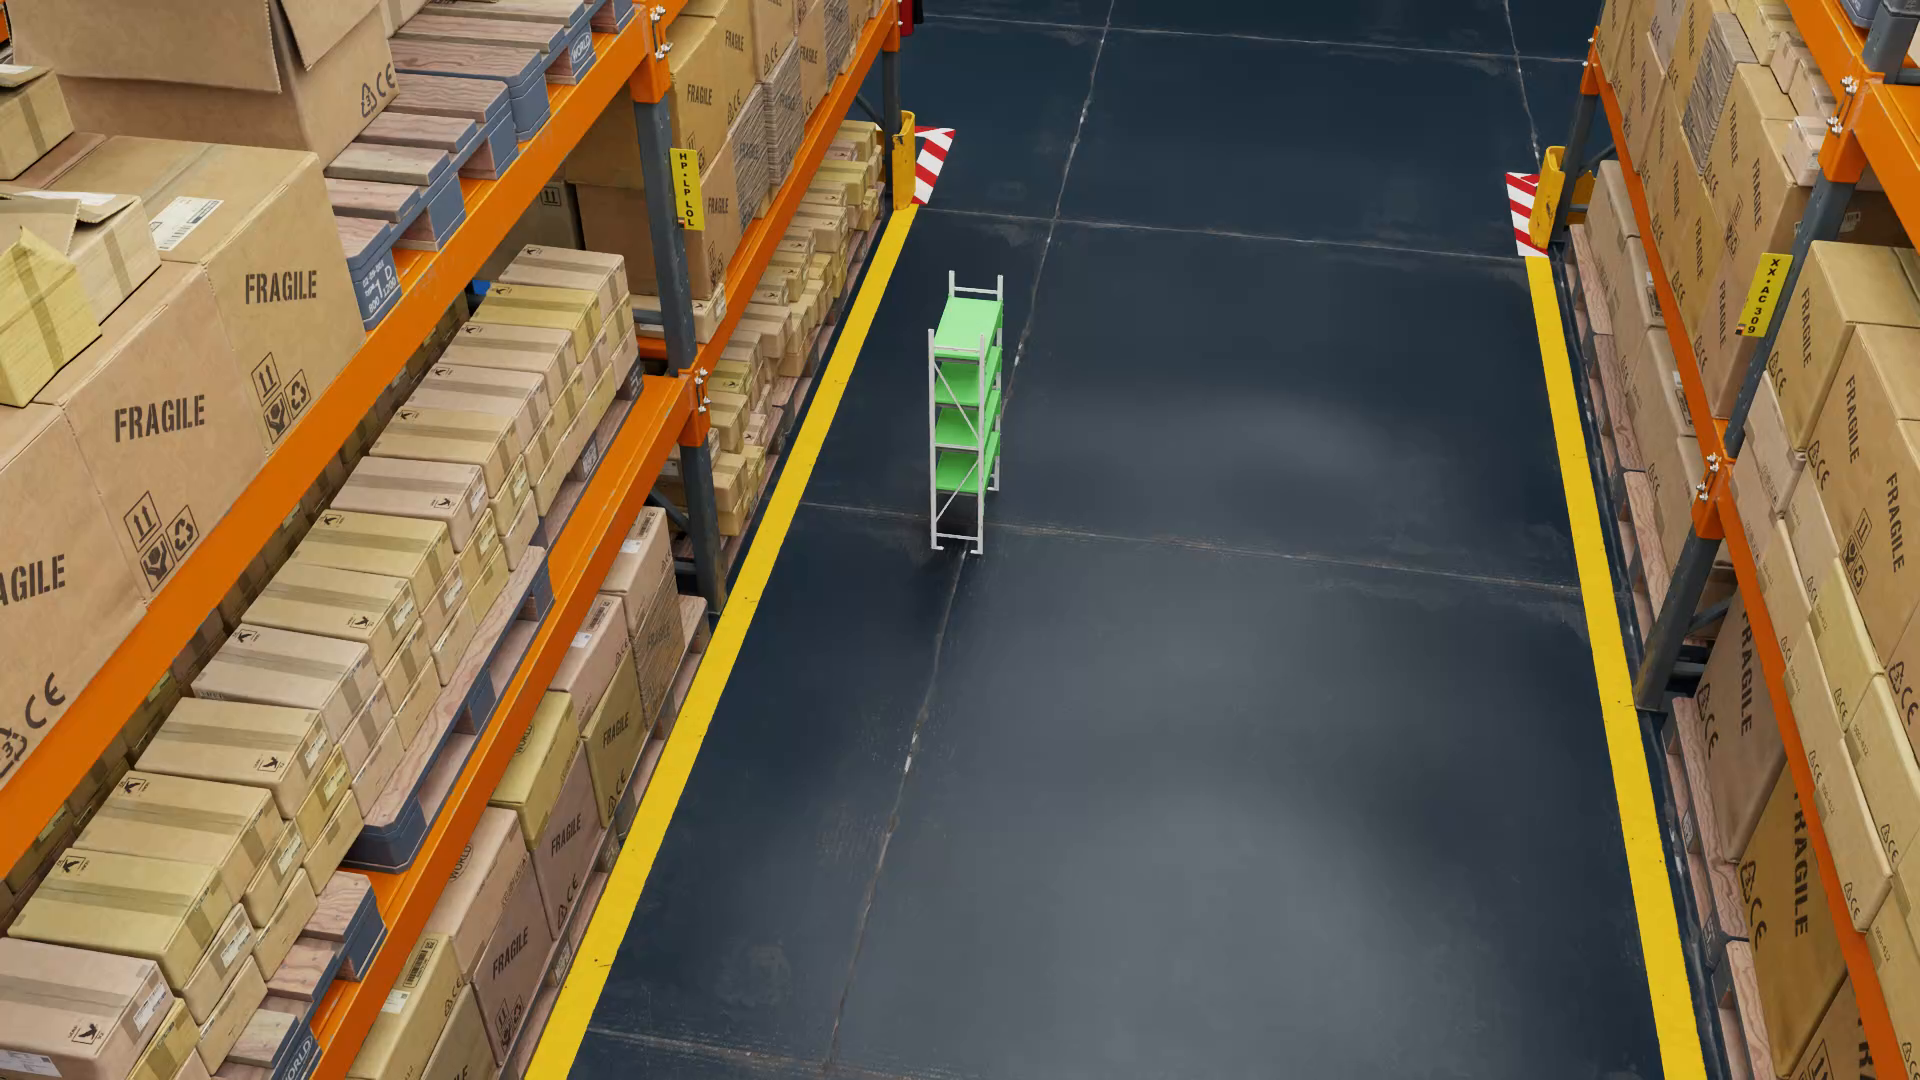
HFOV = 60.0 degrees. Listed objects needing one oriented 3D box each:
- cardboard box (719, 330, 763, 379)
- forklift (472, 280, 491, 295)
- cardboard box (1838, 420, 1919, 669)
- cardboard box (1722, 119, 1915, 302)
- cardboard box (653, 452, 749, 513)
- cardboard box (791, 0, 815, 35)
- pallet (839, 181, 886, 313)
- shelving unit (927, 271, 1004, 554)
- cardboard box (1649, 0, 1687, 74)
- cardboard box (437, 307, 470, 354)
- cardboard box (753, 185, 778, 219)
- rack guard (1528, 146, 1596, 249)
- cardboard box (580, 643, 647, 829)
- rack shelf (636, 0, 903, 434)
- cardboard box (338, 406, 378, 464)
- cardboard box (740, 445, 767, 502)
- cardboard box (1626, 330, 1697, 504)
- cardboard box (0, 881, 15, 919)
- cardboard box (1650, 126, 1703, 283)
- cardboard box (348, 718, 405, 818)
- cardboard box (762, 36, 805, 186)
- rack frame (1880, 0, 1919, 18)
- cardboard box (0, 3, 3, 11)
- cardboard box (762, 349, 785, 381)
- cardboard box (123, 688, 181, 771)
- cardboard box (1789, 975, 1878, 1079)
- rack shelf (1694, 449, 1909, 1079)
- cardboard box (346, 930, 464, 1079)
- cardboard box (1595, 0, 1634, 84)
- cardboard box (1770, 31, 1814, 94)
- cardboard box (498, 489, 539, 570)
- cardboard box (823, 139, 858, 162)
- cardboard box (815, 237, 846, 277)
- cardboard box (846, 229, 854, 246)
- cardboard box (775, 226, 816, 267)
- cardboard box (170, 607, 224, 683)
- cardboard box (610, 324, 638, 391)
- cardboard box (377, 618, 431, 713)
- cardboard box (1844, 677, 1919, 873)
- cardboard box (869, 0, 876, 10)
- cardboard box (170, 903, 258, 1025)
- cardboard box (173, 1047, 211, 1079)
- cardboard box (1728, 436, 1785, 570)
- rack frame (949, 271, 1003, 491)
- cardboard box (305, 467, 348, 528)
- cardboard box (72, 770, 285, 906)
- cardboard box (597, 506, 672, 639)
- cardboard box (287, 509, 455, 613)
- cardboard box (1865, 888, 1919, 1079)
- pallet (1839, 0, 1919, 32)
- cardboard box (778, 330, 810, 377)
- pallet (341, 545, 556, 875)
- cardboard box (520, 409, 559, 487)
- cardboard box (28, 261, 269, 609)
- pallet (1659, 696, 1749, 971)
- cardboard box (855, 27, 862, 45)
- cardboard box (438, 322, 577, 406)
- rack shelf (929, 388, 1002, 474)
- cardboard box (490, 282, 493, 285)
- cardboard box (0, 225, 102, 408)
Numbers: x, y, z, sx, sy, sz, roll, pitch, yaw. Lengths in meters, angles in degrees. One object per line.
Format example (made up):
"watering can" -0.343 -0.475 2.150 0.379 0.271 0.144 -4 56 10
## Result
"cardboard box" -1.167 -0.889 8.009 0.380 0.149 0.250 5 40 7
"forklift" -3.288 -2.158 8.156 3.031 2.935 1.130 -16 42 -19
"cardboard box" 2.829 0.033 4.590 0.500 0.500 0.500 5 40 7
"cardboard box" 3.148 -1.175 6.051 0.500 0.500 0.500 6 40 7
"cardboard box" -1.176 -0.277 7.502 0.380 0.149 0.250 8 40 10
"cardboard box" -0.954 -2.663 7.618 0.500 0.500 0.500 5 40 6
"pallet" -1.051 -1.789 9.845 1.003 0.211 1.213 6 40 8
"shelving unit" 0.029 -0.566 7.590 0.258 1.200 0.503 6 40 8
"cardboard box" 3.503 -2.440 7.581 0.500 0.500 0.500 6 40 7
"cardboard box" -2.076 -0.775 6.298 0.380 0.149 0.250 5 40 6
"cardboard box" -1.056 -1.616 7.645 0.380 0.149 0.250 7 40 8
"rack guard" 4.035 -1.986 9.857 1.175 0.500 0.348 6 40 8
"cardboard box" -1.523 0.709 6.267 0.500 0.500 0.500 6 40 7
"rack shelf" -1.208 -1.885 8.337 1.077 0.370 4.000 6 40 8
"cardboard box" -2.207 -0.402 5.613 0.380 0.149 0.250 5 40 6
"cardboard box" -1.129 -0.330 7.800 0.380 0.149 0.250 8 40 9
"cardboard box" 3.707 -0.543 7.831 0.875 0.438 0.875 5 40 6
"cardboard box" -2.565 0.896 4.043 0.380 0.149 0.250 8 40 9
"cardboard box" 3.323 -1.423 7.135 0.500 0.500 0.500 6 40 7
"cardboard box" -1.789 0.605 4.628 0.380 0.149 0.250 8 40 9
"cardboard box" -1.019 -1.966 7.559 0.500 0.500 0.500 6 40 7
"rack frame" 3.339 -2.736 4.094 1.000 3.000 0.127 6 40 8
"cardboard box" -5.642 -3.030 9.354 0.380 0.149 0.250 6 40 7
"cardboard box" -1.094 -0.941 8.306 0.380 0.149 0.250 8 40 10
"cardboard box" -2.433 0.536 4.712 0.380 0.149 0.250 5 40 6
"cardboard box" 3.006 1.759 4.703 0.875 0.875 0.875 7 40 8
"rack shelf" 2.992 1.108 4.717 1.077 0.370 4.000 6 40 8
"cardboard box" -1.801 1.392 4.853 0.500 0.250 0.500 6 40 7
"cardboard box" 3.665 -2.704 8.684 0.500 0.500 0.500 6 40 7
"cardboard box" 3.310 -1.796 6.293 0.380 0.149 0.250 6 40 7
"cardboard box" -1.604 -0.049 5.420 0.380 0.149 0.250 5 40 6
"cardboard box" -0.804 -2.198 9.592 0.380 0.149 0.250 7 40 9
"cardboard box" -0.837 -1.579 9.077 0.380 0.149 0.250 7 40 8
"cardboard box" -0.823 -1.798 9.575 0.380 0.149 0.250 6 40 7
"cardboard box" -0.978 -1.538 8.794 0.380 0.149 0.250 5 40 6
"cardboard box" -2.388 0.254 4.820 0.380 0.149 0.250 7 40 9
"cardboard box" -1.428 -0.701 6.208 0.380 0.149 0.250 6 40 7
"cardboard box" -1.744 0.334 4.723 0.380 0.149 0.250 6 40 7
"cardboard box" 2.723 0.647 4.435 0.500 0.250 0.500 5 40 6
"cardboard box" -0.686 -3.260 9.124 0.500 0.500 0.500 7 40 9
"cardboard box" -1.920 0.972 3.951 0.380 0.149 0.250 8 40 10
"cardboard box" -1.970 1.280 3.812 0.380 0.149 0.250 6 40 7
"cardboard box" 3.002 -0.120 5.755 0.500 0.250 0.500 6 40 7
"rack frame" 0.071 -0.719 7.775 0.240 1.200 0.015 6 40 8
"cardboard box" -2.253 -0.127 5.514 0.380 0.149 0.250 5 40 6
"cardboard box" -1.885 0.718 4.025 0.380 0.149 0.250 6 40 7
"cardboard box" -1.434 0.101 6.414 0.500 0.250 0.500 5 40 6
"cardboard box" -1.703 0.059 4.822 0.380 0.149 0.250 6 40 7
"cardboard box" 2.654 1.161 4.206 0.500 0.250 0.500 6 40 7
"pallet" 3.490 -2.059 5.698 1.003 0.211 1.213 6 40 8
"cardboard box" -0.990 -0.982 8.588 0.380 0.149 0.250 5 40 6
"pallet" -1.944 0.431 5.122 1.003 0.211 1.213 6 40 8
"cardboard box" -1.562 -0.322 5.516 0.380 0.149 0.250 5 40 6
"cardboard box" -1.806 -0.235 3.344 0.500 0.500 0.500 6 40 8
"pallet" 3.279 1.143 6.299 1.003 0.211 1.213 6 40 8
"cardboard box" -0.749 -2.774 9.045 0.380 0.149 0.250 6 40 7
"cardboard box" -1.524 -0.597 5.616 0.380 0.149 0.250 5 40 6
"rack shelf" 0.029 -0.517 7.631 0.258 0.148 0.480 6 40 8
"cardboard box" -1.798 -1.189 7.128 0.380 0.149 0.250 5 40 6
"cardboard box" -1.816 -0.433 2.983 0.396 0.266 0.258 6 40 8
